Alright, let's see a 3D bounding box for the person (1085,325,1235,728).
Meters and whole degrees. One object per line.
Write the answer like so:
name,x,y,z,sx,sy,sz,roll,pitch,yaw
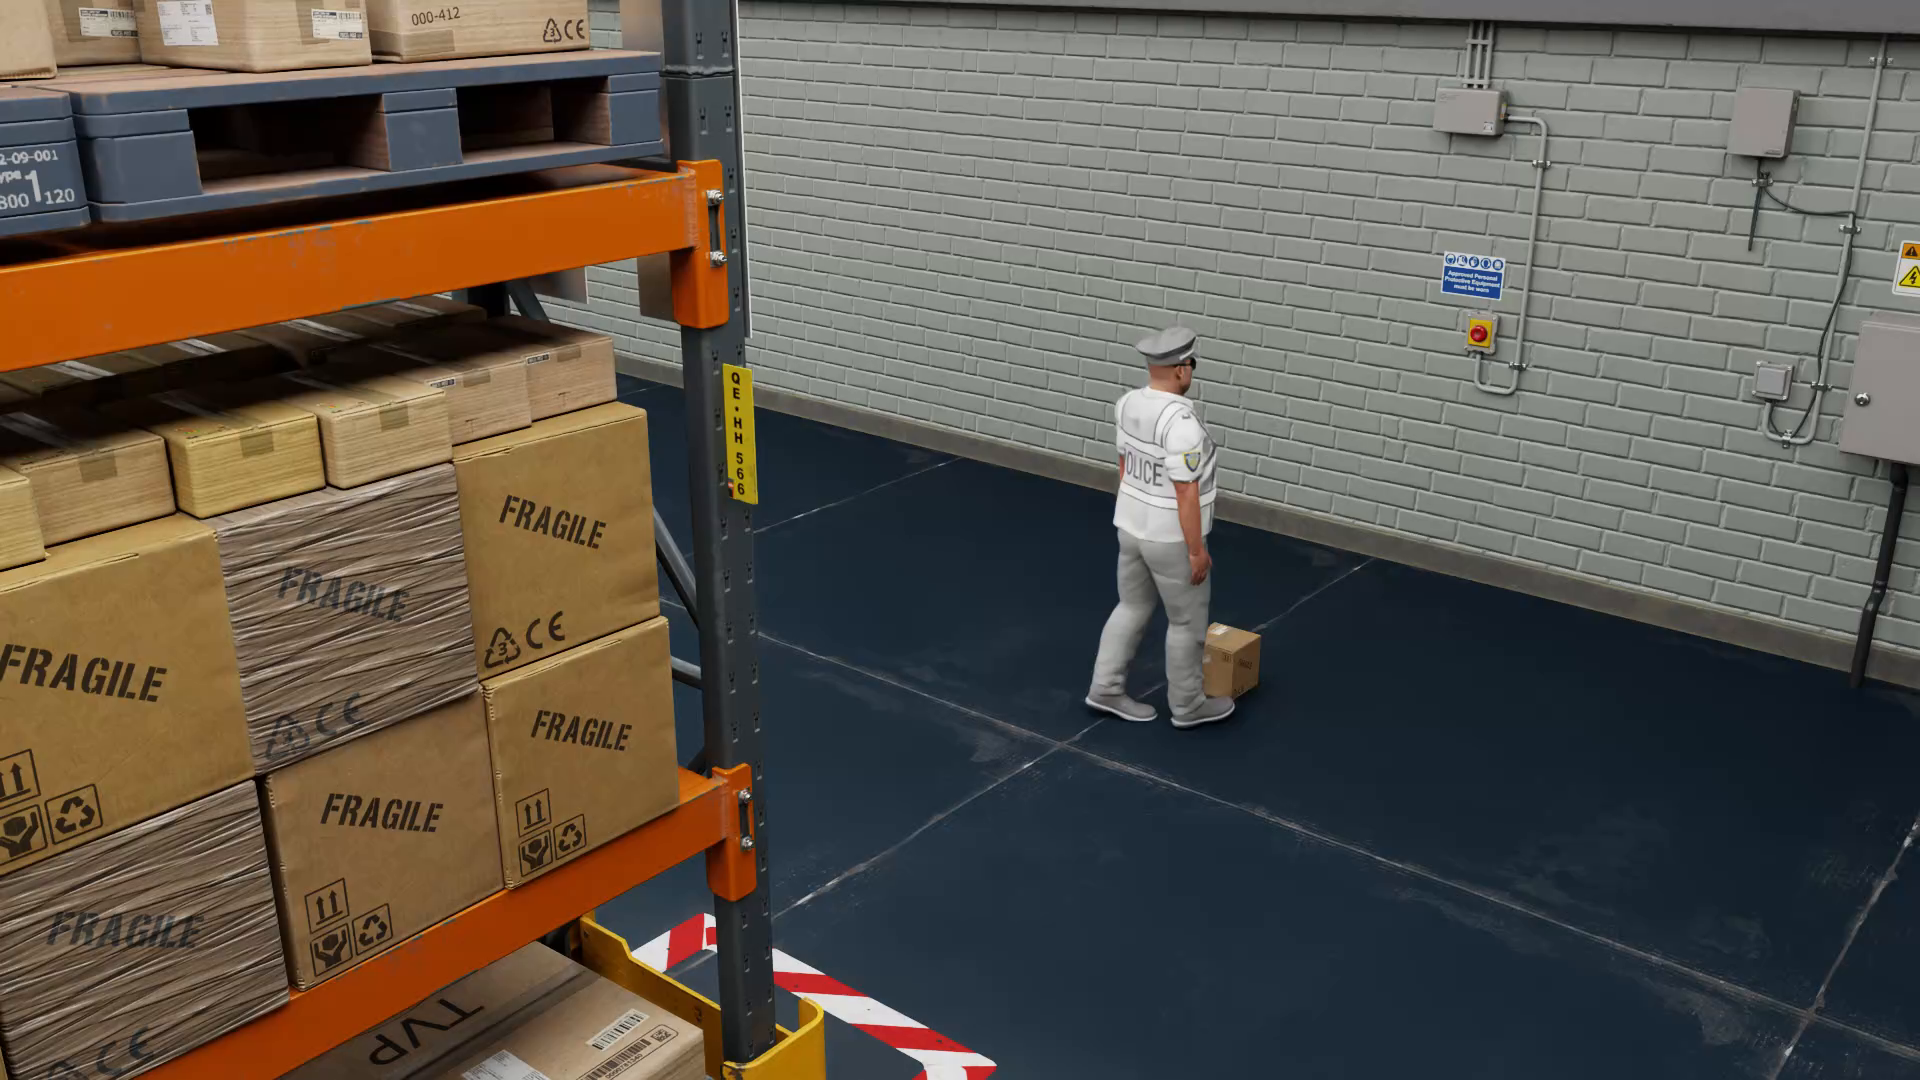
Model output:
person,0.912,-0.039,7.147,0.581,1.779,0.541,-11,23,-27
